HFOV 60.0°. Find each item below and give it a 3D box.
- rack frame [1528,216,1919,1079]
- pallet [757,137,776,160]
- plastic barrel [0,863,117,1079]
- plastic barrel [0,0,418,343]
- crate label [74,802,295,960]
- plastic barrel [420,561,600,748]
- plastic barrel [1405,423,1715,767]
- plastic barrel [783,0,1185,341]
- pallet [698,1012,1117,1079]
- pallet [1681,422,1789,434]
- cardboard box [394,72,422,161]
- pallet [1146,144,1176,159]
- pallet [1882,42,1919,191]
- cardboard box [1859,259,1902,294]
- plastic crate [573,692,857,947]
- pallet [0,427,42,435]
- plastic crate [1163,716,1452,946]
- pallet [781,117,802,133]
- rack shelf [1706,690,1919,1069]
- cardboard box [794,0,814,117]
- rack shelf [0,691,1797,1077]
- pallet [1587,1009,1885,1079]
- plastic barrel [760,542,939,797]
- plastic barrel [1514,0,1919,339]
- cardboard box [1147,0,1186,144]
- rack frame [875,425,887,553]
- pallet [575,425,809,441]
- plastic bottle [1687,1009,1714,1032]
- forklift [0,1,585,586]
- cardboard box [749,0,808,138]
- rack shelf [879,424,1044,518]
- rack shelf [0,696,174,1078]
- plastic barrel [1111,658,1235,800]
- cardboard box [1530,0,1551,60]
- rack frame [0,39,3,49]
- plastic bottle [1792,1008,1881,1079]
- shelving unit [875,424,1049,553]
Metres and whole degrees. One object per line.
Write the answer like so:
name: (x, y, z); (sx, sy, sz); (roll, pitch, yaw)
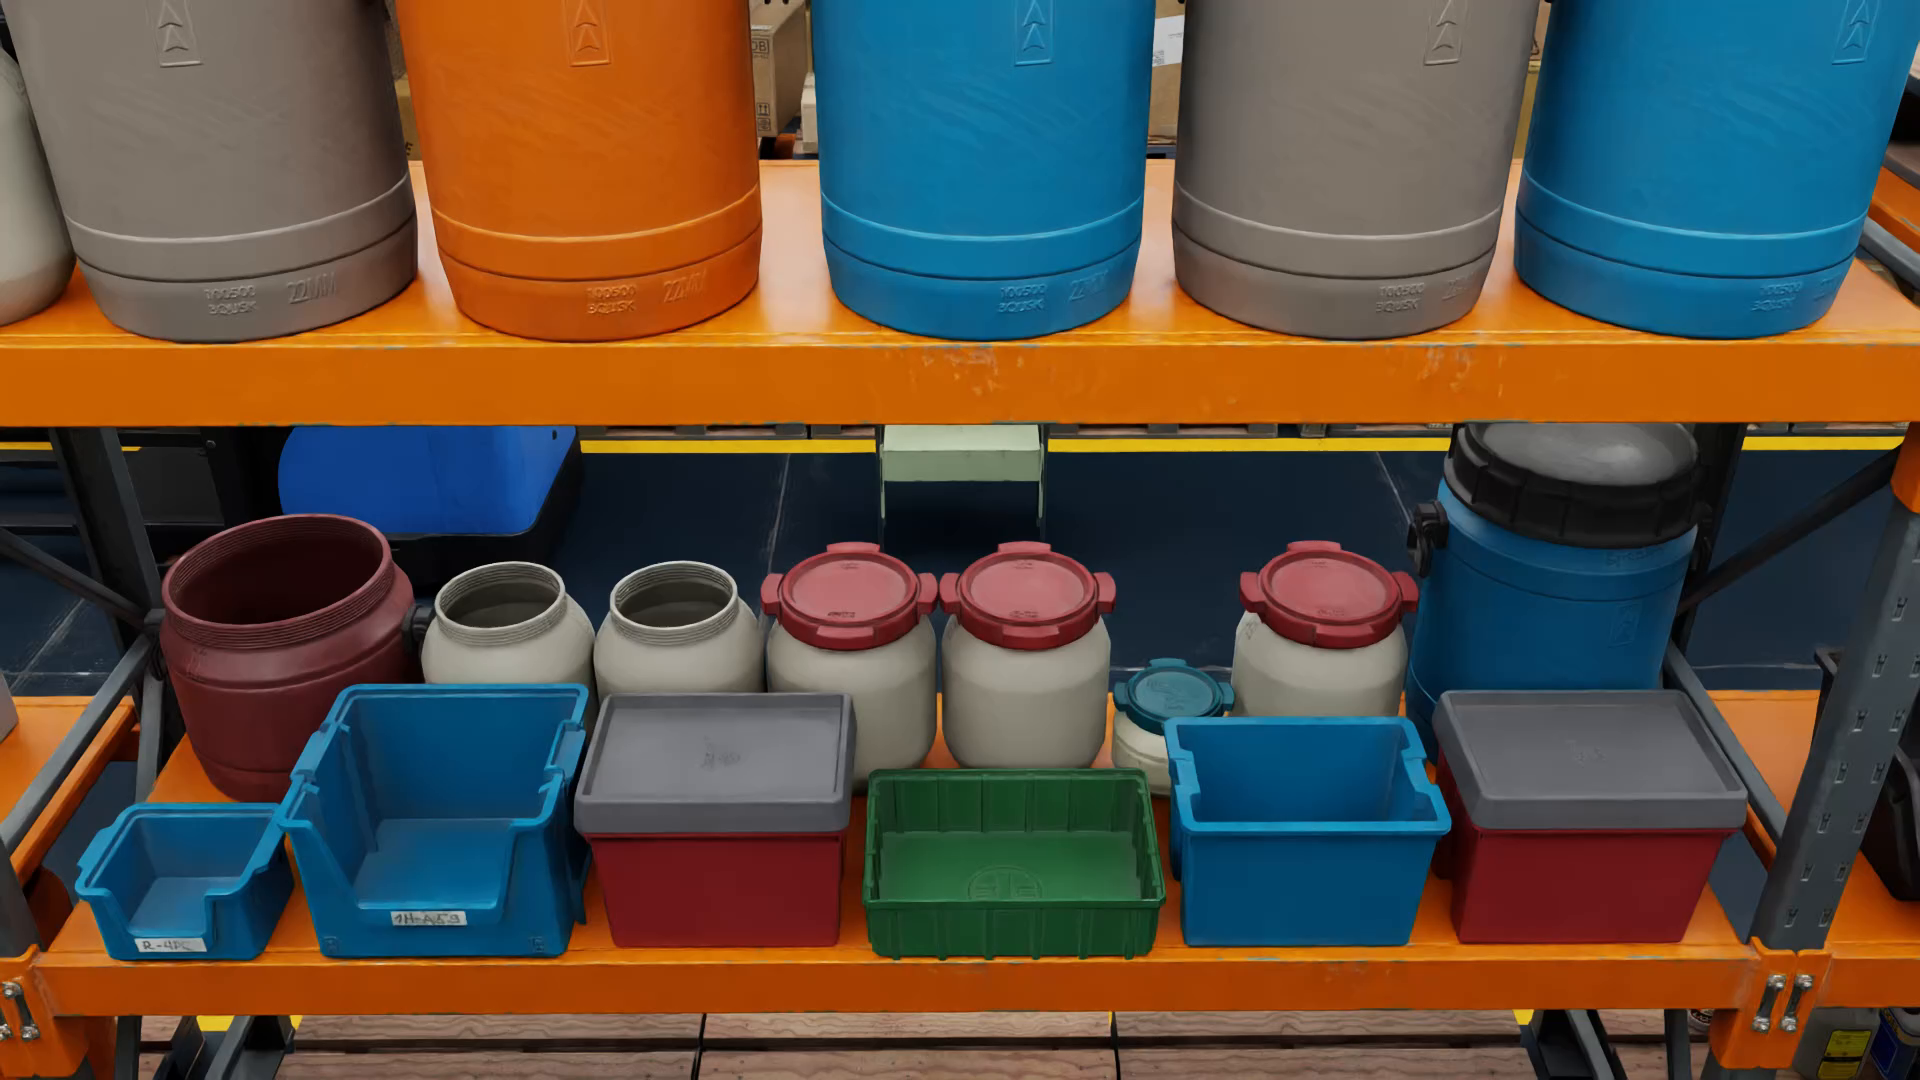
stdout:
rack frame: (1.856, 0.501, 4.032); (0.127, 3.000, 1.000); (0, 31, 0)
pallet: (-1.462, -2.031, 8.390); (1.003, 0.211, 1.213); (0, 31, 0)
plastic barrel: (-2.633, 1.273, 4.448); (0.708, 0.830, 0.600); (0, 31, 0)
plastic barrel: (-1.322, -0.873, 2.922); (0.600, 0.901, 0.600); (0, 31, 0)
crate label: (-1.721, 0.779, 3.736); (0.416, 0.233, 0.303); (0, 31, 0)
plastic barrel: (-1.117, 0.352, 4.170); (0.421, 0.512, 0.421); (0, 31, 0)
plastic barrel: (1.468, 0.131, 4.159); (0.708, 0.901, 0.600); (0, 31, 0)
plastic barrel: (0.041, -0.877, 2.929); (0.708, 0.901, 0.600); (0, 31, 0)
pallet: (-0.152, 1.721, 4.709); (1.213, 0.211, 1.003); (0, 31, 0)
pallet: (3.720, -0.901, 9.032); (1.213, 0.211, 1.003); (0, 31, 0)
cardboard box: (-2.666, -1.968, 8.005); (0.500, 0.500, 0.500); (1, 31, 1)
pallet: (1.061, -2.059, 8.436); (1.213, 0.211, 1.003); (0, 31, 0)
pallet: (2.577, -0.753, 3.390); (1.003, 0.211, 1.213); (0, 31, 0)
cardboard box: (4.604, -1.178, 8.805); (0.500, 0.500, 0.500); (8, 32, 13)
plastic crate: (-0.526, 0.640, 3.741); (0.583, 0.464, 0.402); (0, 31, 0)
pallet: (-5.403, -0.892, 9.017); (1.213, 0.211, 1.003); (0, 31, 0)
plastic crate: (0.755, 0.673, 3.764); (0.575, 0.384, 0.392); (0, 31, 0)
pallet: (-1.314, -3.400, 13.150); (1.213, 0.211, 1.003); (0, 31, 0)
rack shelf: (3.856, 0.803, 4.229); (4.000, 0.370, 1.077); (0, 31, 0)
cardboard box: (-1.493, -3.801, 12.887); (0.750, 0.750, 1.050); (-1, 31, -1)
rack shelf: (-0.144, 0.815, 4.208); (4.000, 0.370, 1.077); (0, 31, 0)
pallet: (2.528, 1.713, 4.723); (1.213, 0.211, 1.003); (0, 31, 0)
plastic barrel: (-0.269, 0.336, 4.173); (0.433, 0.535, 0.433); (0, 31, 0)
plastic barrel: (1.349, -0.881, 2.936); (0.708, 0.901, 0.600); (0, 31, 0)
cardboard box: (1.031, -2.574, 8.117); (1.000, 1.000, 1.000); (0, 31, 0)
rack frame: (-0.359, -0.640, 7.359); (0.023, 1.500, 0.400); (0, 31, 0)
pallet: (-1.393, -0.865, 8.972); (1.213, 0.211, 1.003); (0, 31, 0)
plastic bottle: (2.217, 1.347, 4.912); (0.097, 0.201, 0.097); (0, 31, 0)
forklift: (-3.356, -1.294, 7.057); (3.031, 2.935, 1.130); (1, 31, 1)
cardboard box: (-1.077, -2.354, 8.236); (0.500, 0.500, 0.700); (4, 32, 7)
rack shelf: (0.007, -0.363, 7.530); (0.720, 0.370, 0.431); (0, 31, 0)
rack shelf: (-4.144, 0.828, 4.188); (4.000, 0.370, 1.077); (0, 31, 0)
plastic barrel: (0.531, 0.485, 4.192); (0.301, 0.262, 0.301); (0, 31, 0)
cardboard box: (2.777, -2.537, 7.693); (0.500, 0.500, 0.500); (0, 31, 0)
rack frame: (-2.144, -2.051, 2.455); (0.127, 3.000, 1.000); (0, 31, 0)
plastic bottle: (2.499, 1.369, 4.731); (0.185, 0.351, 0.144); (0, 31, 0)
shelving unit: (0.007, -0.641, 7.361); (0.755, 1.500, 0.431); (0, 31, 0)
